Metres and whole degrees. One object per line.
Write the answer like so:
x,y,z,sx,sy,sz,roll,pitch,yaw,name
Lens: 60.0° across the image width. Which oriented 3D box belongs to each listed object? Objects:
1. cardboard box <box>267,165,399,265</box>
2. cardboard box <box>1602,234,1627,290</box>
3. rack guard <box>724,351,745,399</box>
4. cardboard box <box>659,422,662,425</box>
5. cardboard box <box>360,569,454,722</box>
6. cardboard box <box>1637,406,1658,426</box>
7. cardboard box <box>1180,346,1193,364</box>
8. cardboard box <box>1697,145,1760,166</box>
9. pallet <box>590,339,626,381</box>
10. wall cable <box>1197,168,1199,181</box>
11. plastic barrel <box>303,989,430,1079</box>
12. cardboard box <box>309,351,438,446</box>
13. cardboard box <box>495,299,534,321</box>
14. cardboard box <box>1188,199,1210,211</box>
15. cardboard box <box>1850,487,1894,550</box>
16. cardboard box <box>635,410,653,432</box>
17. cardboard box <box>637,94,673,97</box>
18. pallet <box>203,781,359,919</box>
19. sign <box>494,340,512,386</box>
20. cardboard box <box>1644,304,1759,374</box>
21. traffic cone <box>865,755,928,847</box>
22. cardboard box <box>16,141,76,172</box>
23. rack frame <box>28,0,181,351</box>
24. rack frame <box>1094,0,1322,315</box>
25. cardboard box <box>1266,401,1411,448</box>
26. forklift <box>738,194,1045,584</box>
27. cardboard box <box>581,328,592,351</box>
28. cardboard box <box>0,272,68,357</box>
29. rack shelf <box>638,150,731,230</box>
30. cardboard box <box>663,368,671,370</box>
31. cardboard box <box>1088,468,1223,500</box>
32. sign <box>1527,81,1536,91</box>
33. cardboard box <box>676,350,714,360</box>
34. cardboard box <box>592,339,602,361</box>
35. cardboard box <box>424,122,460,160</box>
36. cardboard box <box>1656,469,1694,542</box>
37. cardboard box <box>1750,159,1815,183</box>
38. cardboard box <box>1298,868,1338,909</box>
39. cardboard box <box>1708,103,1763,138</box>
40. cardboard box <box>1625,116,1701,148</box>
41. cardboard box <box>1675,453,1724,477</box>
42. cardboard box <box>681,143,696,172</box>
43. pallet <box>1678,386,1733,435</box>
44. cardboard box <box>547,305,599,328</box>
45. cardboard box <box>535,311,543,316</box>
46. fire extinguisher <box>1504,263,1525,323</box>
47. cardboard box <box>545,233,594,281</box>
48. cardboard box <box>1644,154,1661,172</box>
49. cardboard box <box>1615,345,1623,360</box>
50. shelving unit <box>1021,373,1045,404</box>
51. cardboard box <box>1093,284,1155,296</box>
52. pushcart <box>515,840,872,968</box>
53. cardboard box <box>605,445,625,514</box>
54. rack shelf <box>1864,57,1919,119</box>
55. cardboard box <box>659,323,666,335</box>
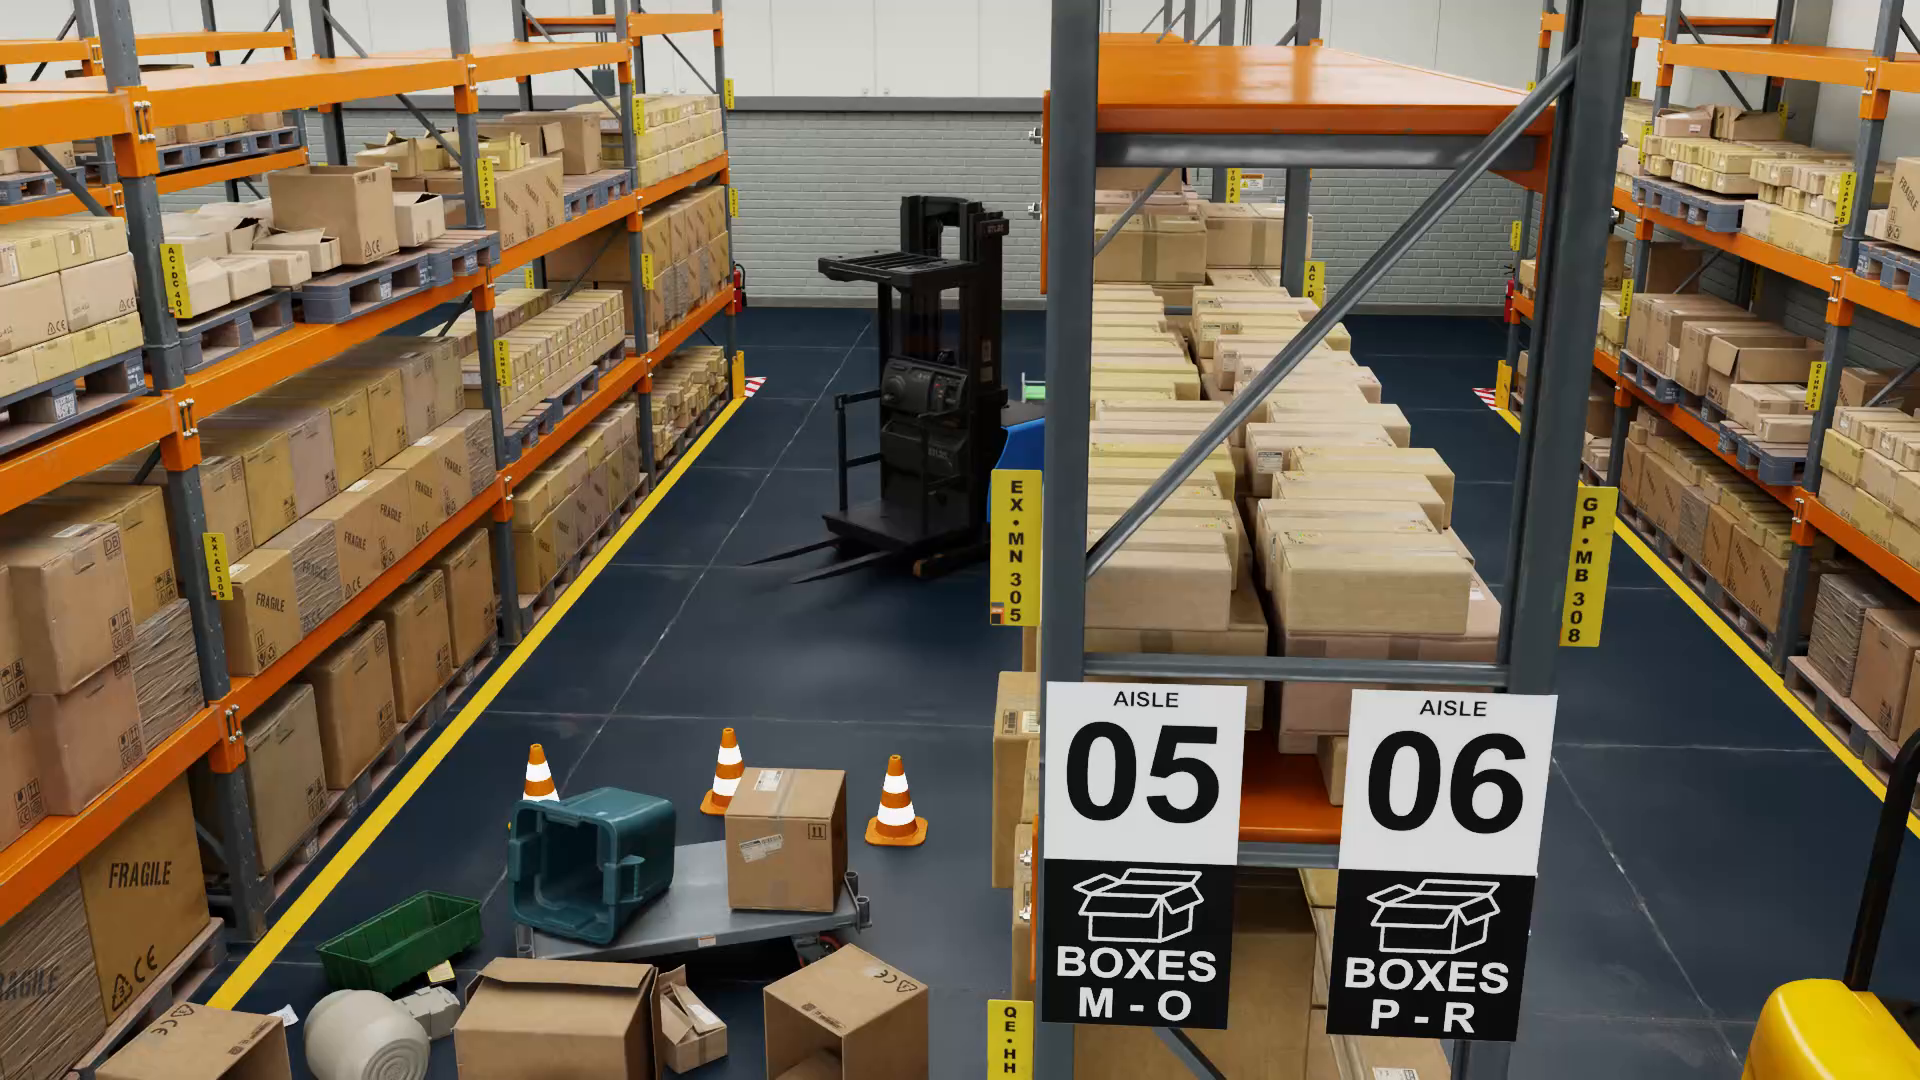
-3.553,-1.855,9.455,0.500,0.500,0.500,1,18,4,cardboard box
6.353,-2.803,16.719,0.500,0.500,0.500,2,18,5,cardboard box
-3.140,-1.955,19.585,1.175,0.500,0.348,1,18,4,rack guard
-3.147,-1.096,16.377,0.380,0.149,0.250,1,18,4,cardboard box
-3.900,0.647,10.570,1.050,0.750,0.750,2,18,5,cardboard box
6.244,-1.090,14.751,0.380,0.149,0.250,1,18,3,cardboard box
0.618,-0.565,6.275,0.500,0.250,0.500,1,18,3,cardboard box
6.055,-3.023,13.105,0.380,0.149,0.250,2,18,5,cardboard box
-3.621,-1.598,14.792,1.003,0.211,1.213,1,18,4,pallet
3.607,-5.294,24.129,0.588,1.984,0.122,1,18,4,wall cable
-2.546,2.172,7.115,0.512,0.421,0.421,17,25,41,plastic barrel
-3.785,-0.908,10.610,0.700,0.500,0.500,1,18,3,cardboard box
-3.943,-2.008,14.508,0.380,0.149,0.250,1,18,4,cardboard box
1.159,-1.781,10.064,0.700,0.500,0.500,1,18,4,cardboard box
5.871,-0.133,10.252,0.500,0.250,0.500,1,18,3,cardboard box
-3.190,-1.154,16.075,0.380,0.149,0.250,2,18,6,cardboard box
-3.385,-4.852,18.393,0.380,0.149,0.250,1,18,3,cardboard box
-4.014,1.645,9.065,1.003,0.211,1.213,1,18,4,pallet
-3.154,-1.220,11.471,0.100,0.325,0.005,1,18,4,sign
6.180,-1.676,13.886,0.700,0.500,0.500,1,18,5,cardboard box
-0.357,1.429,9.318,0.336,0.463,0.334,1,18,4,traffic cone
-8.393,-3.558,14.812,0.700,0.500,0.500,2,18,5,cardboard box
-3.994,-2.290,6.960,1.000,3.000,0.127,1,18,4,rack frame
0.950,-2.211,6.719,1.000,3.000,0.127,1,18,4,rack frame
1.089,-0.298,4.821,0.380,0.149,0.250,2,18,5,cardboard box
-0.447,-1.254,13.544,3.031,2.935,1.130,-17,25,-42,forklift
-3.326,-1.693,14.023,0.380,0.149,0.250,0,18,1,cardboard box
-3.810,-0.866,6.360,0.500,0.250,0.500,1,18,4,cardboard box
-3.278,-3.629,17.017,1.077,0.370,4.000,1,18,4,rack shelf
-3.433,-1.833,18.628,0.380,0.149,0.250,2,18,5,cardboard box
0.450,-0.073,4.135,0.380,0.149,0.250,1,18,3,cardboard box
6.220,-4.830,18.126,0.100,0.325,0.005,1,18,4,sign
-2.995,-2.047,18.801,0.380,0.149,0.250,2,18,5,cardboard box
-3.308,-1.640,14.341,0.380,0.149,0.250,0,18,1,cardboard box
-3.866,-3.050,12.705,0.396,0.266,0.258,1,18,4,cardboard box
6.147,-0.281,13.803,0.500,0.500,0.500,1,18,2,cardboard box
6.010,-2.694,12.133,0.380,0.149,0.250,1,18,4,cardboard box
1.043,1.233,5.204,0.500,0.500,0.500,1,18,3,cardboard box
6.521,-3.530,13.986,0.396,0.266,0.258,1,18,3,cardboard box
6.271,-3.630,14.828,0.500,0.250,0.500,1,18,4,cardboard box
6.173,-0.620,13.795,0.380,0.149,0.250,1,18,4,cardboard box
-3.000,-3.895,16.917,0.500,0.250,0.500,2,18,6,cardboard box
6.323,-1.006,12.983,1.003,0.211,1.213,1,18,4,pallet
-3.313,-1.912,14.216,0.380,0.149,0.250,1,18,4,cardboard box
-3.925,-1.953,14.816,0.380,0.149,0.250,1,18,3,cardboard box
6.311,-2.819,18.933,0.296,0.674,0.183,1,18,4,fire extinguisher
-3.657,-2.740,15.723,0.500,0.500,0.500,1,18,2,cardboard box
6.057,-3.204,14.136,0.380,0.149,0.250,2,18,5,cardboard box
6.246,-1.720,15.259,0.380,0.149,0.250,2,18,5,cardboard box
0.680,-0.886,15.188,0.258,1.200,0.503,1,18,1,shelving unit
0.602,-0.954,6.824,0.380,0.149,0.250,1,18,3,cardboard box
-1.328,1.851,8.169,1.648,0.377,0.936,-5,19,-15,pushcart
-3.260,-0.541,14.596,0.500,0.500,0.500,1,18,3,cardboard box
6.045,-2.190,8.454,1.077,0.370,4.000,1,18,4,rack shelf
-3.138,-2.135,16.525,0.380,0.149,0.250,0,18,1,cardboard box
